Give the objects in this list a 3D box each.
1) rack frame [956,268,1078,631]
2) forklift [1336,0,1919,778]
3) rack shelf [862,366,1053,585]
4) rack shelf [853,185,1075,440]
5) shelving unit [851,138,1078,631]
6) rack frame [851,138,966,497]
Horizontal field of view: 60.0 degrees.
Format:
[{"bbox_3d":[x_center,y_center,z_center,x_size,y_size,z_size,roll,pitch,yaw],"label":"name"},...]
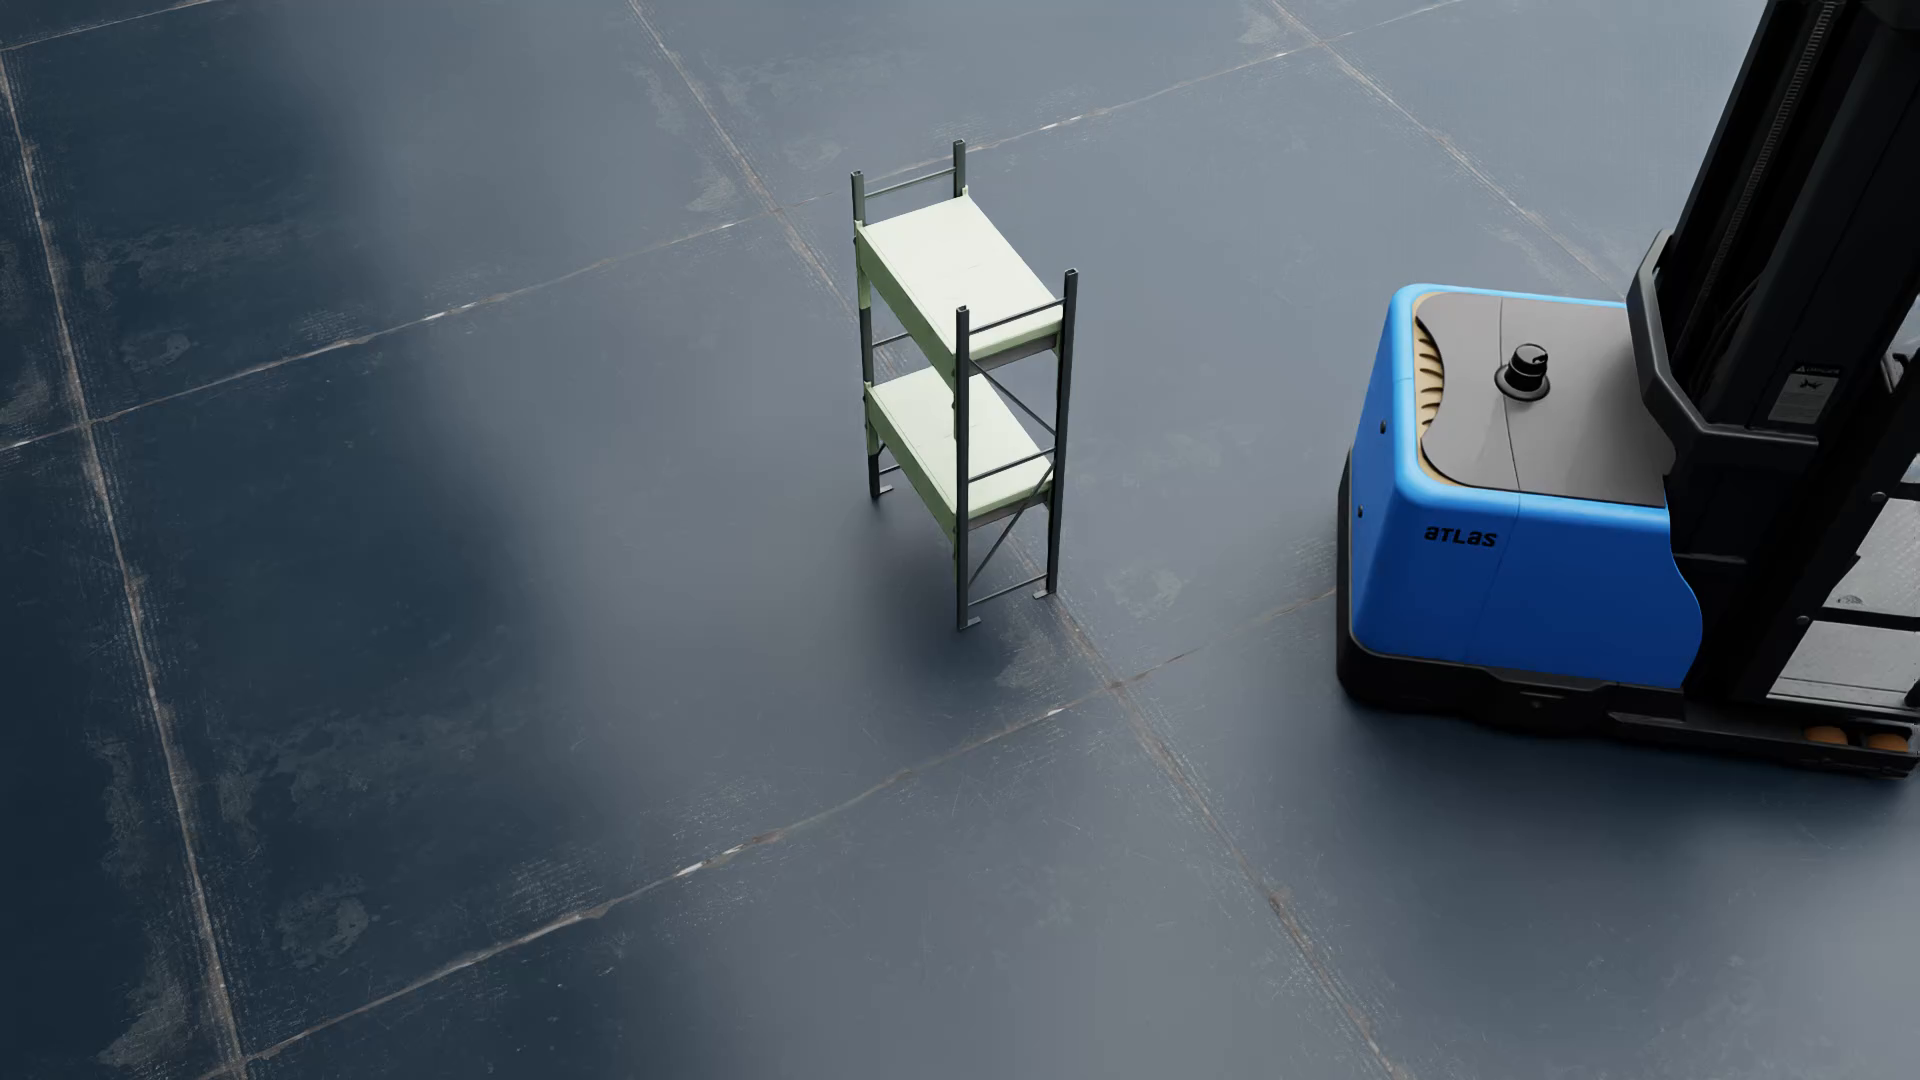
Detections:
[{"bbox_3d":[0.171,-0.244,5.467,0.400,1.500,0.023,-21,52,-18],"label":"rack frame"},{"bbox_3d":[2.865,-0.602,4.830,3.031,2.935,1.130,7,49,6],"label":"forklift"},{"bbox_3d":[0.003,-0.275,5.927,0.431,0.370,0.720,-21,52,-18],"label":"rack shelf"},{"bbox_3d":[0.003,-0.746,5.388,0.431,0.370,0.720,-21,52,-18],"label":"rack shelf"},{"bbox_3d":[0.003,-0.489,5.682,0.431,1.500,0.755,-21,52,-18],"label":"shelving unit"},{"bbox_3d":[-0.164,-0.734,5.896,0.400,1.500,0.023,-21,52,-18],"label":"rack frame"}]
